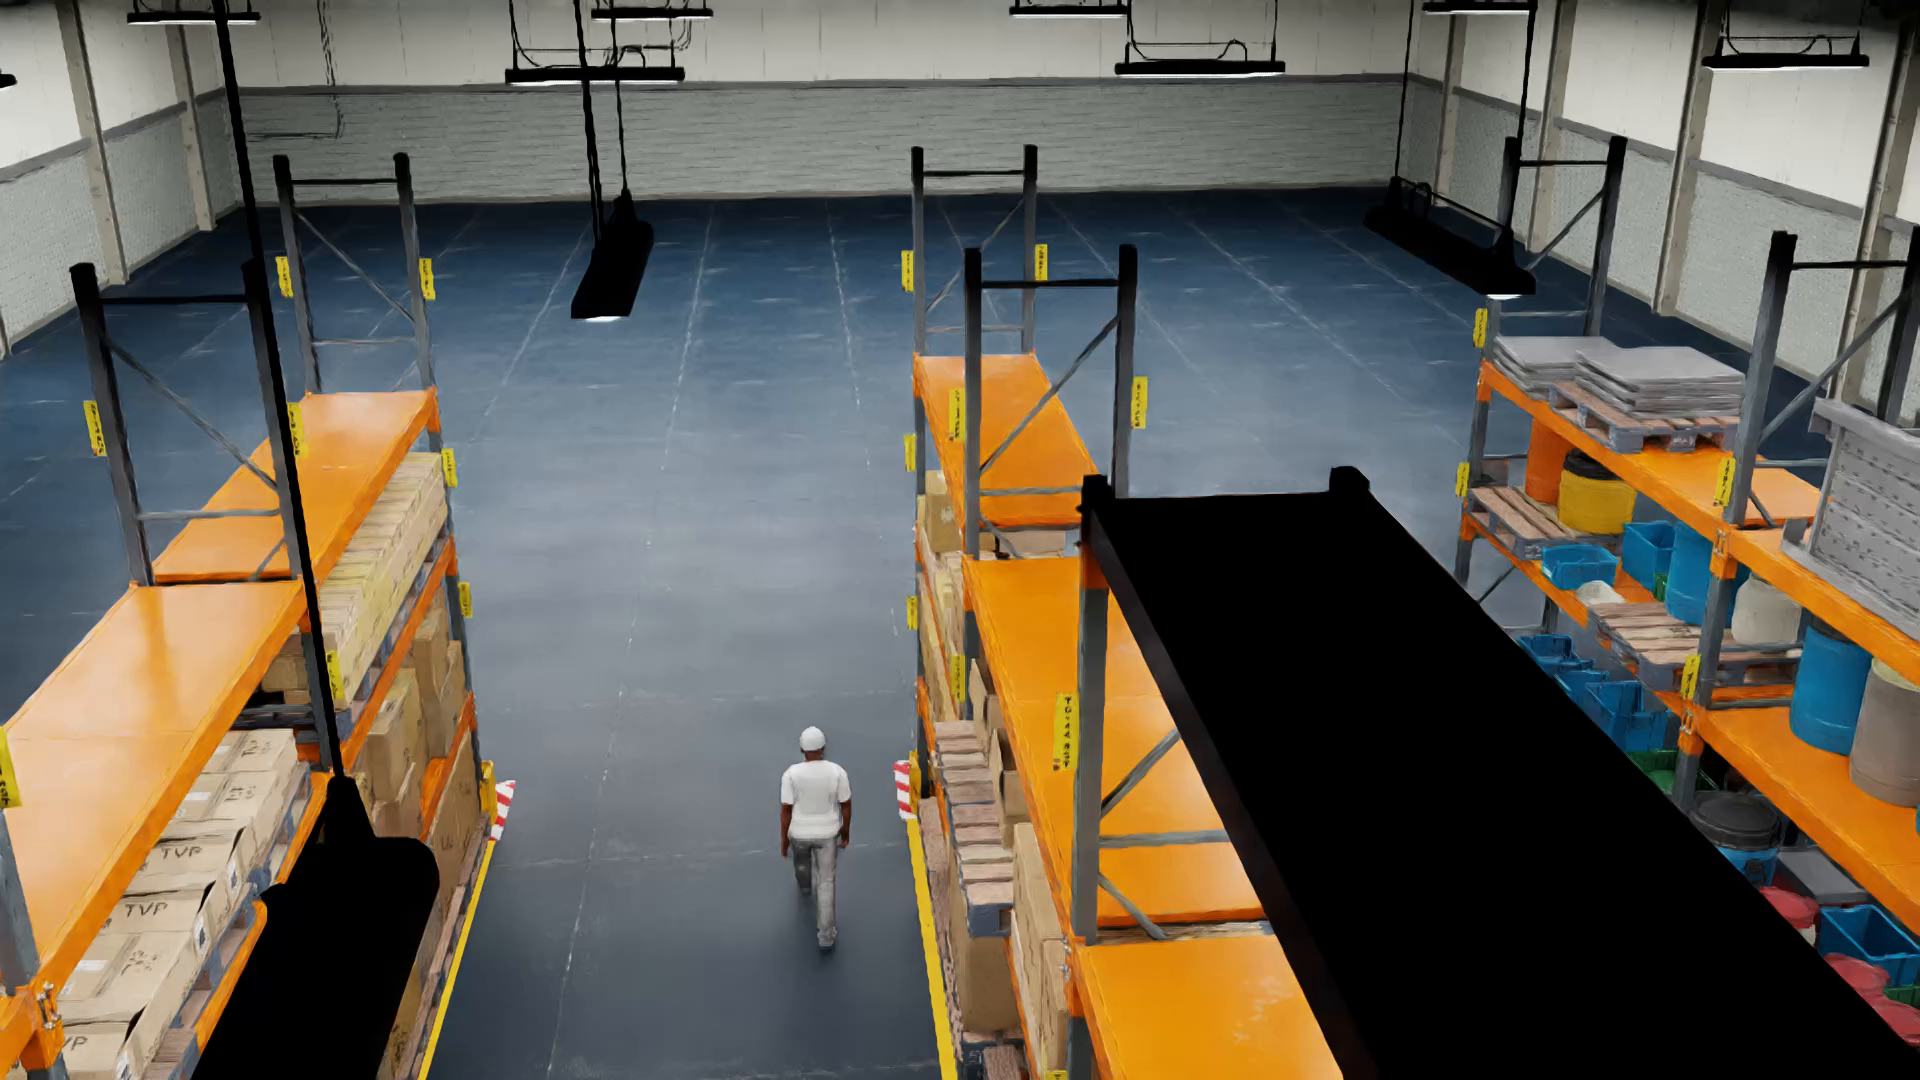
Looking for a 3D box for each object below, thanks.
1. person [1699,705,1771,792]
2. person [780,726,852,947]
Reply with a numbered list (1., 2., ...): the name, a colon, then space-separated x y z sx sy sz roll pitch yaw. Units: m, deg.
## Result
1. person: 6.697 1.844 14.526 0.514 1.785 0.638 -16 27 -34
2. person: -1.163 2.306 13.494 0.577 1.691 1.121 -1 22 -3
